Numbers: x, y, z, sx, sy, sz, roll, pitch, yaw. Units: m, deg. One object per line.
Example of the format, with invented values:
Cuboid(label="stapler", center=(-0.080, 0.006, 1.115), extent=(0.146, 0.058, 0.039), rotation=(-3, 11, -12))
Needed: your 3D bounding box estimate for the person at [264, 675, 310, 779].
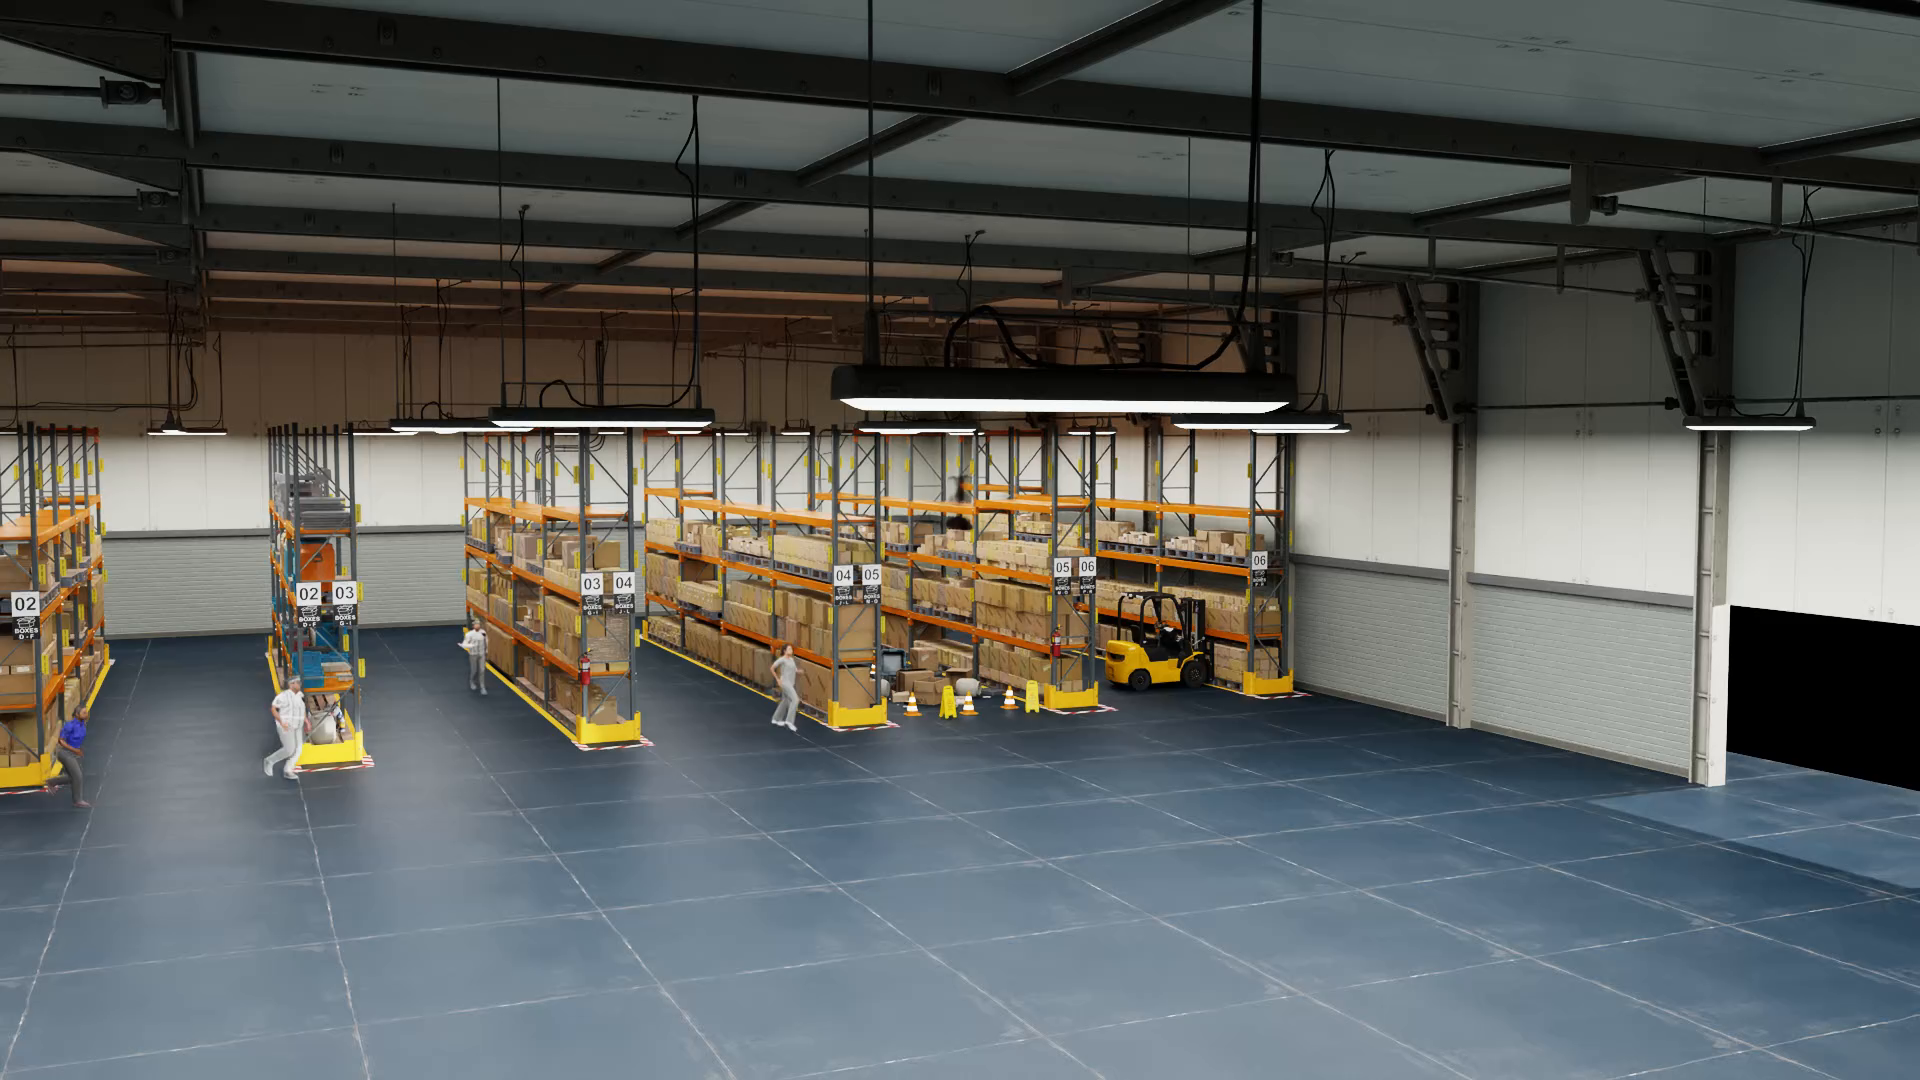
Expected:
Cuboid(label="person", center=(-11.350, 3.143, 28.157), extent=(0.585, 1.722, 0.739), rotation=(1, 4, 18))

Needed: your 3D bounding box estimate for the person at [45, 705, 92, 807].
Cuboid(label="person", center=(-13.874, 3.360, 25.812), extent=(0.738, 1.607, 0.561), rotation=(0, 4, 8))

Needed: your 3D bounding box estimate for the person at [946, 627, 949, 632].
Cuboid(label="person", center=(-0.659, 1.924, 48.152), extent=(0.699, 1.753, 1.097), rotation=(-3, 5, -41))

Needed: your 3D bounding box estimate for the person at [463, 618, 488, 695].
Cuboid(label="person", center=(-10.805, 2.575, 37.208), extent=(0.616, 1.684, 0.919), rotation=(-2, 4, -30))

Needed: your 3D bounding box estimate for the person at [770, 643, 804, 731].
Cuboid(label="person", center=(-3.396, 2.894, 32.719), extent=(0.722, 1.707, 0.535), rotation=(1, 4, 19))
